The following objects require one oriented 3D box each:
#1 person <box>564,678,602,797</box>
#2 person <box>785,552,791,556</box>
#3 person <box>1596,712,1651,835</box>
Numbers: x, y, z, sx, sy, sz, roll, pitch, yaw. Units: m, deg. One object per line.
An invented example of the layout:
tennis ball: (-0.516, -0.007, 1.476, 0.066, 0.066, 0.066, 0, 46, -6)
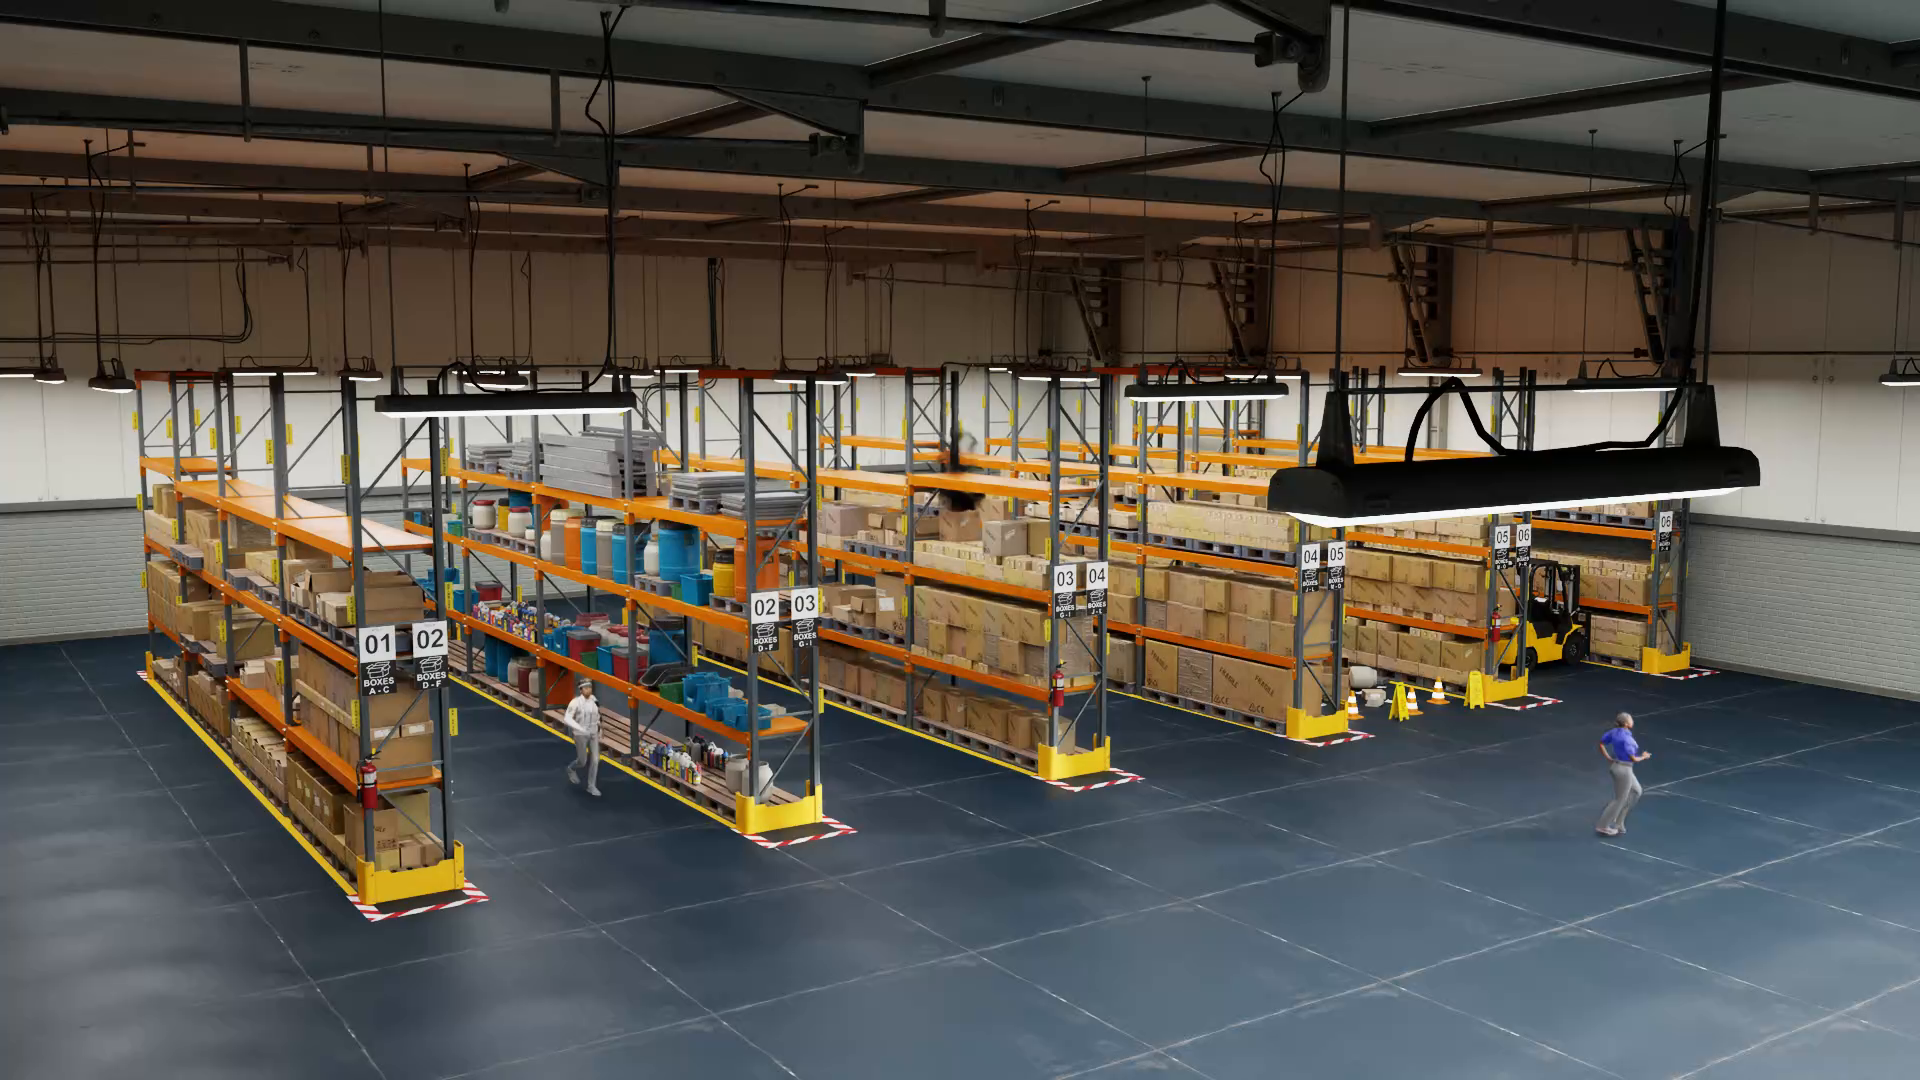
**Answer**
person: (-5.410, 2.809, 23.971, 0.623, 1.682, 0.764, -5, 8, -40)
person: (-4.126, 1.084, 39.322, 0.602, 1.627, 0.886, -2, 7, -16)
person: (8.689, 3.062, 21.773, 0.688, 1.664, 0.544, 0, 6, 4)
